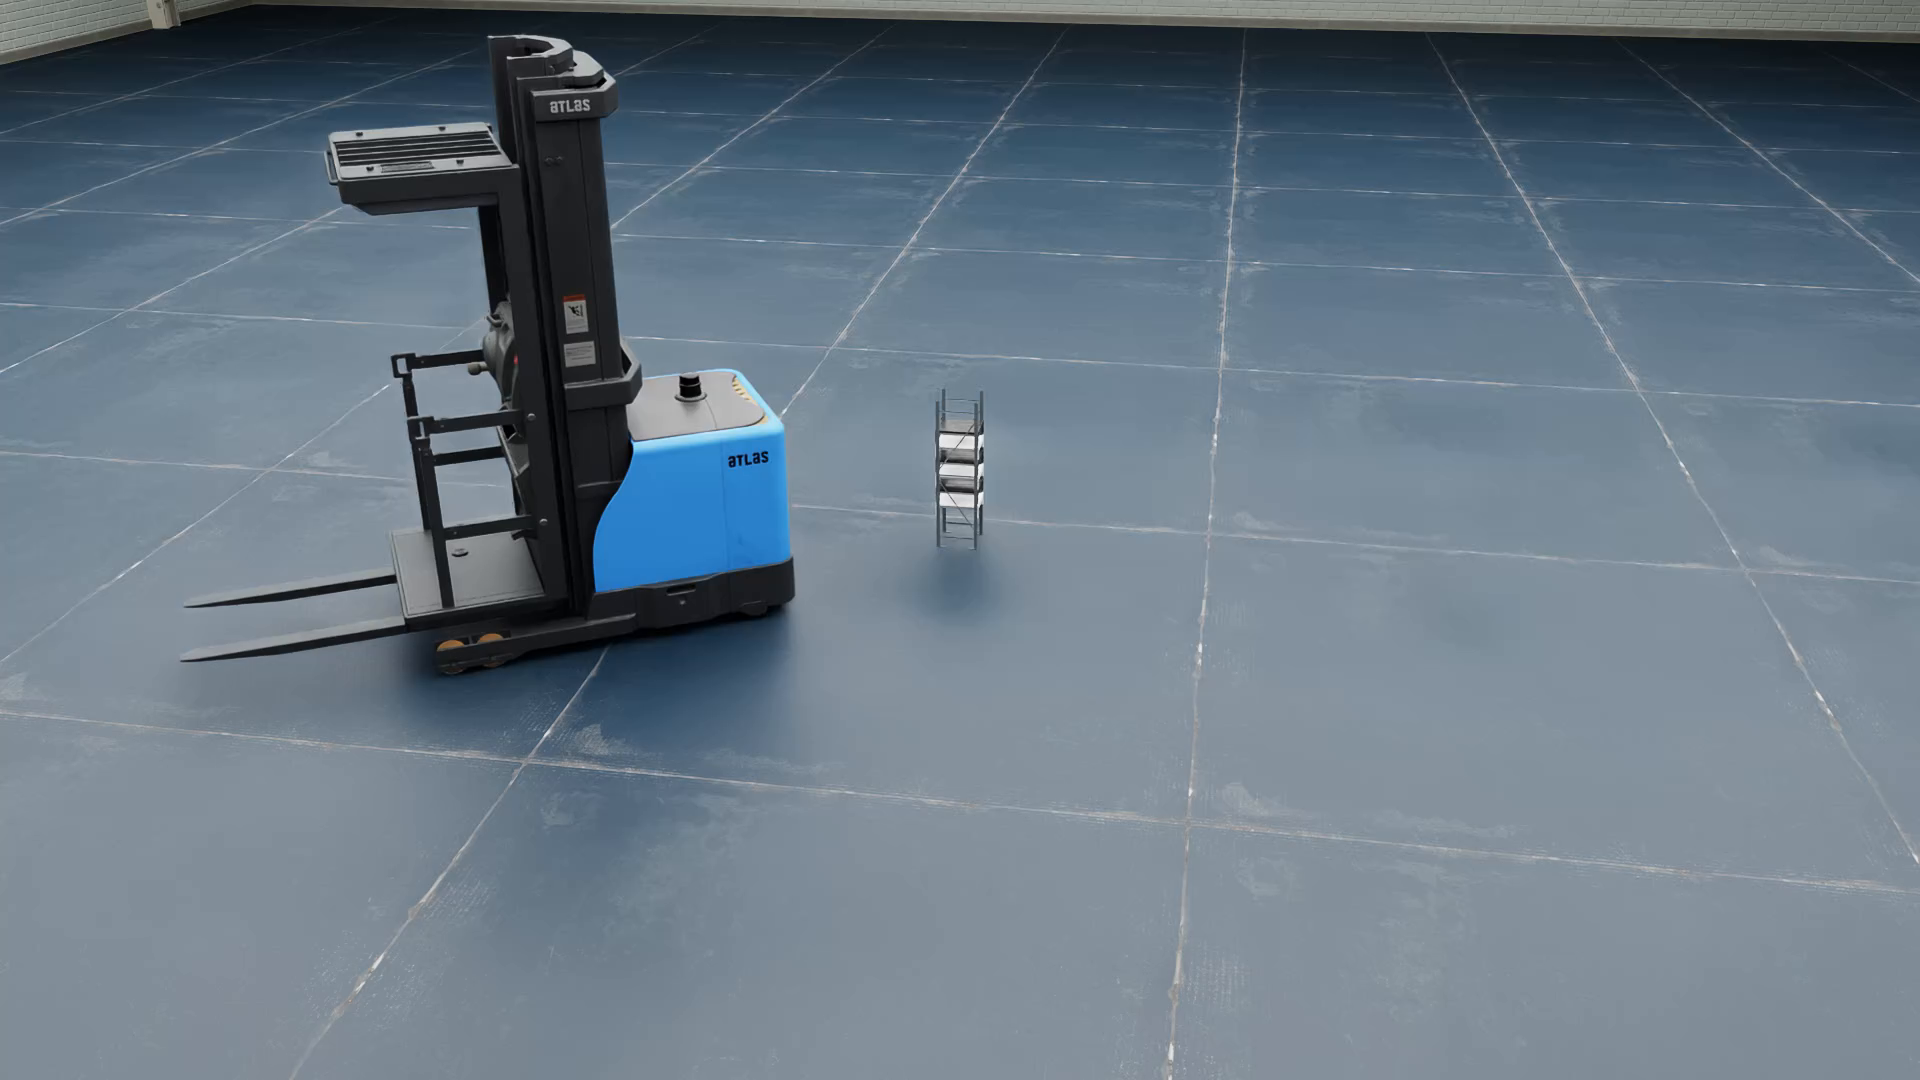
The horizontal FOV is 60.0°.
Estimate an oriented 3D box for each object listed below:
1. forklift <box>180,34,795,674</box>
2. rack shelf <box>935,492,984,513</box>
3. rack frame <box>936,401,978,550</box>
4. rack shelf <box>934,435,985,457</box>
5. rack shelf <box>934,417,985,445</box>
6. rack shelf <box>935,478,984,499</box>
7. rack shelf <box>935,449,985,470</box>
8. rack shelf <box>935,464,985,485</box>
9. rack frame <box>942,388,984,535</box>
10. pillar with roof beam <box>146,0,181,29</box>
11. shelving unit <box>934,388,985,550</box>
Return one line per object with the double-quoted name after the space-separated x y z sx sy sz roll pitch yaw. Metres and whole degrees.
-2.457 -0.910 8.237 3.031 2.935 1.130 -9 27 -19 "forklift"
-0.001 -0.211 9.642 0.258 0.077 0.200 4 25 9 "rack shelf"
-0.018 -0.362 9.461 0.240 0.900 0.006 4 25 9 "rack frame"
-0.001 -0.537 9.490 0.258 0.077 0.200 4 25 9 "rack shelf"
-0.001 -0.619 9.452 0.258 0.077 0.200 4 25 9 "rack shelf"
-0.001 -0.292 9.604 0.258 0.077 0.200 4 25 9 "rack shelf"
-0.001 -0.455 9.528 0.258 0.077 0.200 4 25 9 "rack shelf"
-0.001 -0.374 9.566 0.258 0.077 0.200 4 25 9 "rack shelf"
0.015 -0.447 9.643 0.240 0.900 0.006 4 25 9 "rack frame"
-9.410 -12.608 26.071 9.100 9.000 0.400 4 25 9 "pillar with roof beam"
-0.001 -0.404 9.552 0.258 0.900 0.210 4 25 9 "shelving unit"
